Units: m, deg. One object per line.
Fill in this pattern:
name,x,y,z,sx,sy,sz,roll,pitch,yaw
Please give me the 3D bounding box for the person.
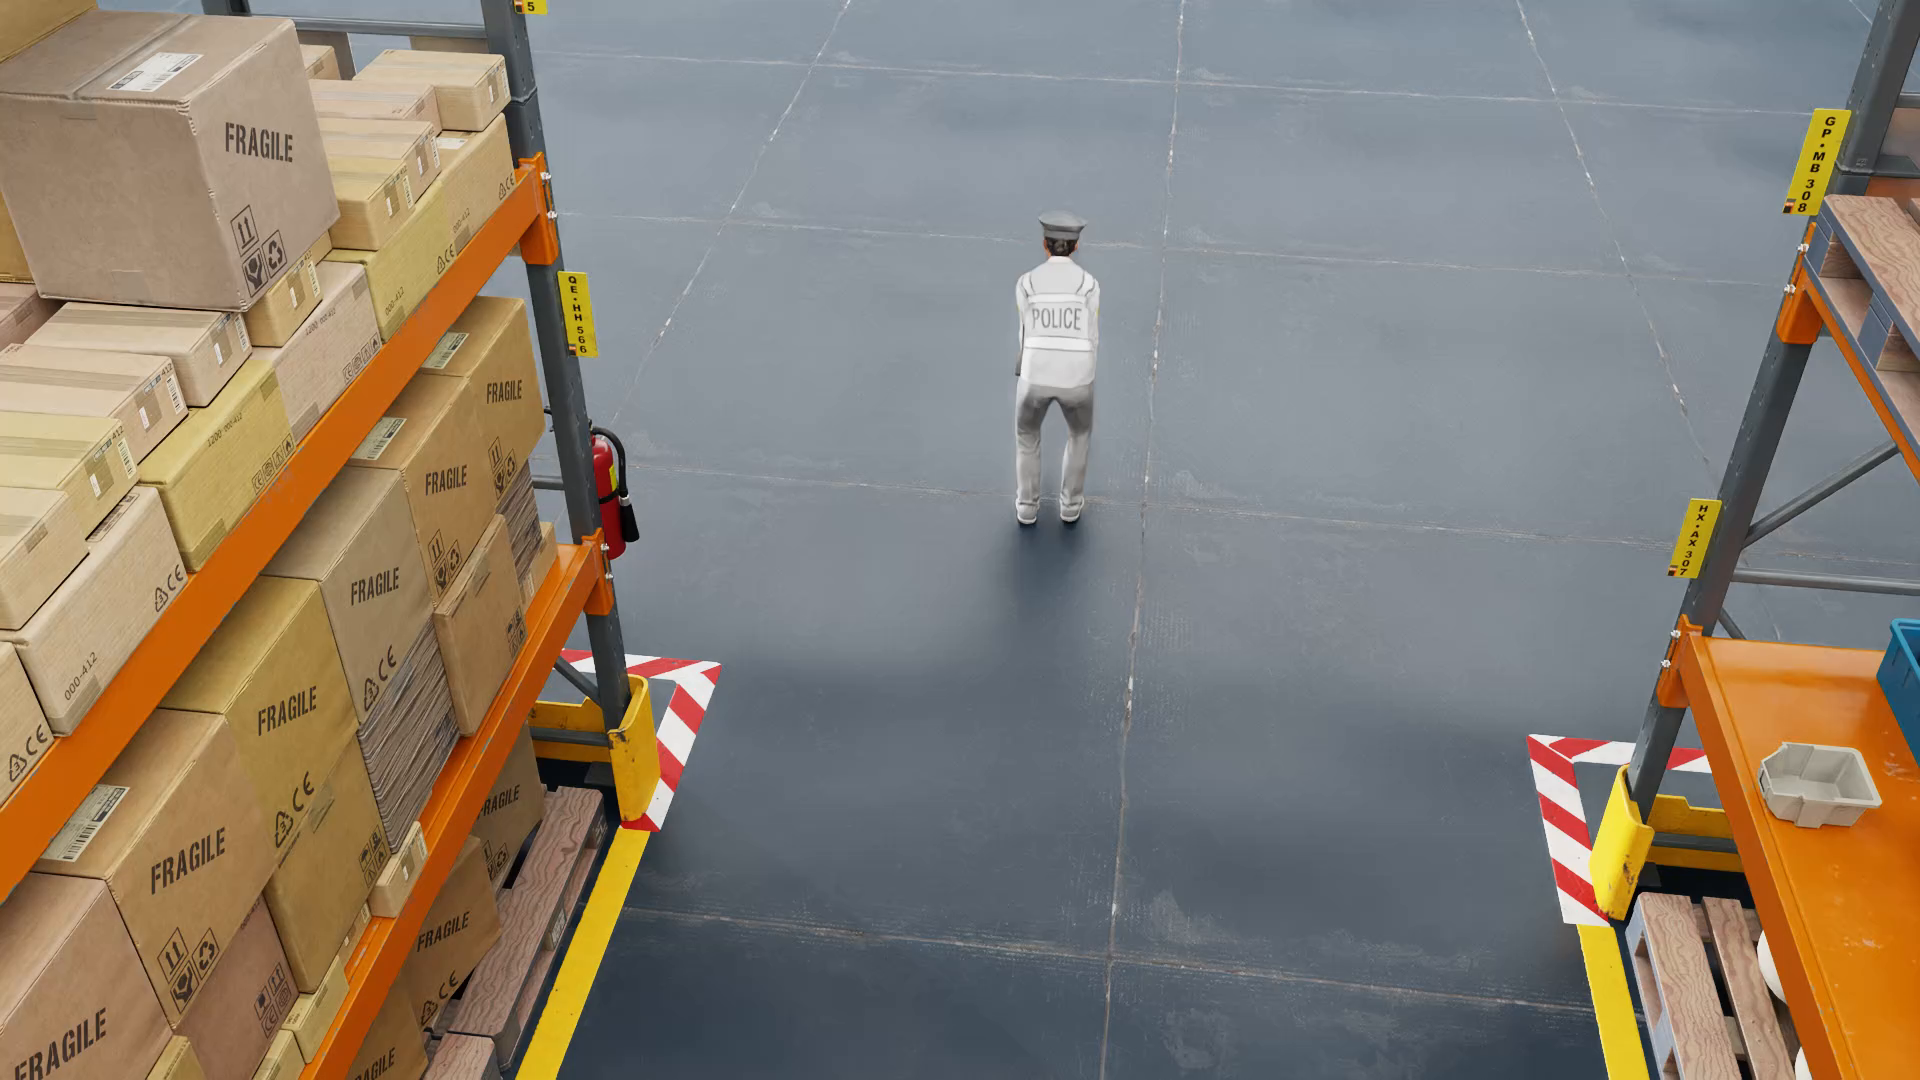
person,0.471,-0.825,8.260,0.411,1.552,0.648,4,37,5
